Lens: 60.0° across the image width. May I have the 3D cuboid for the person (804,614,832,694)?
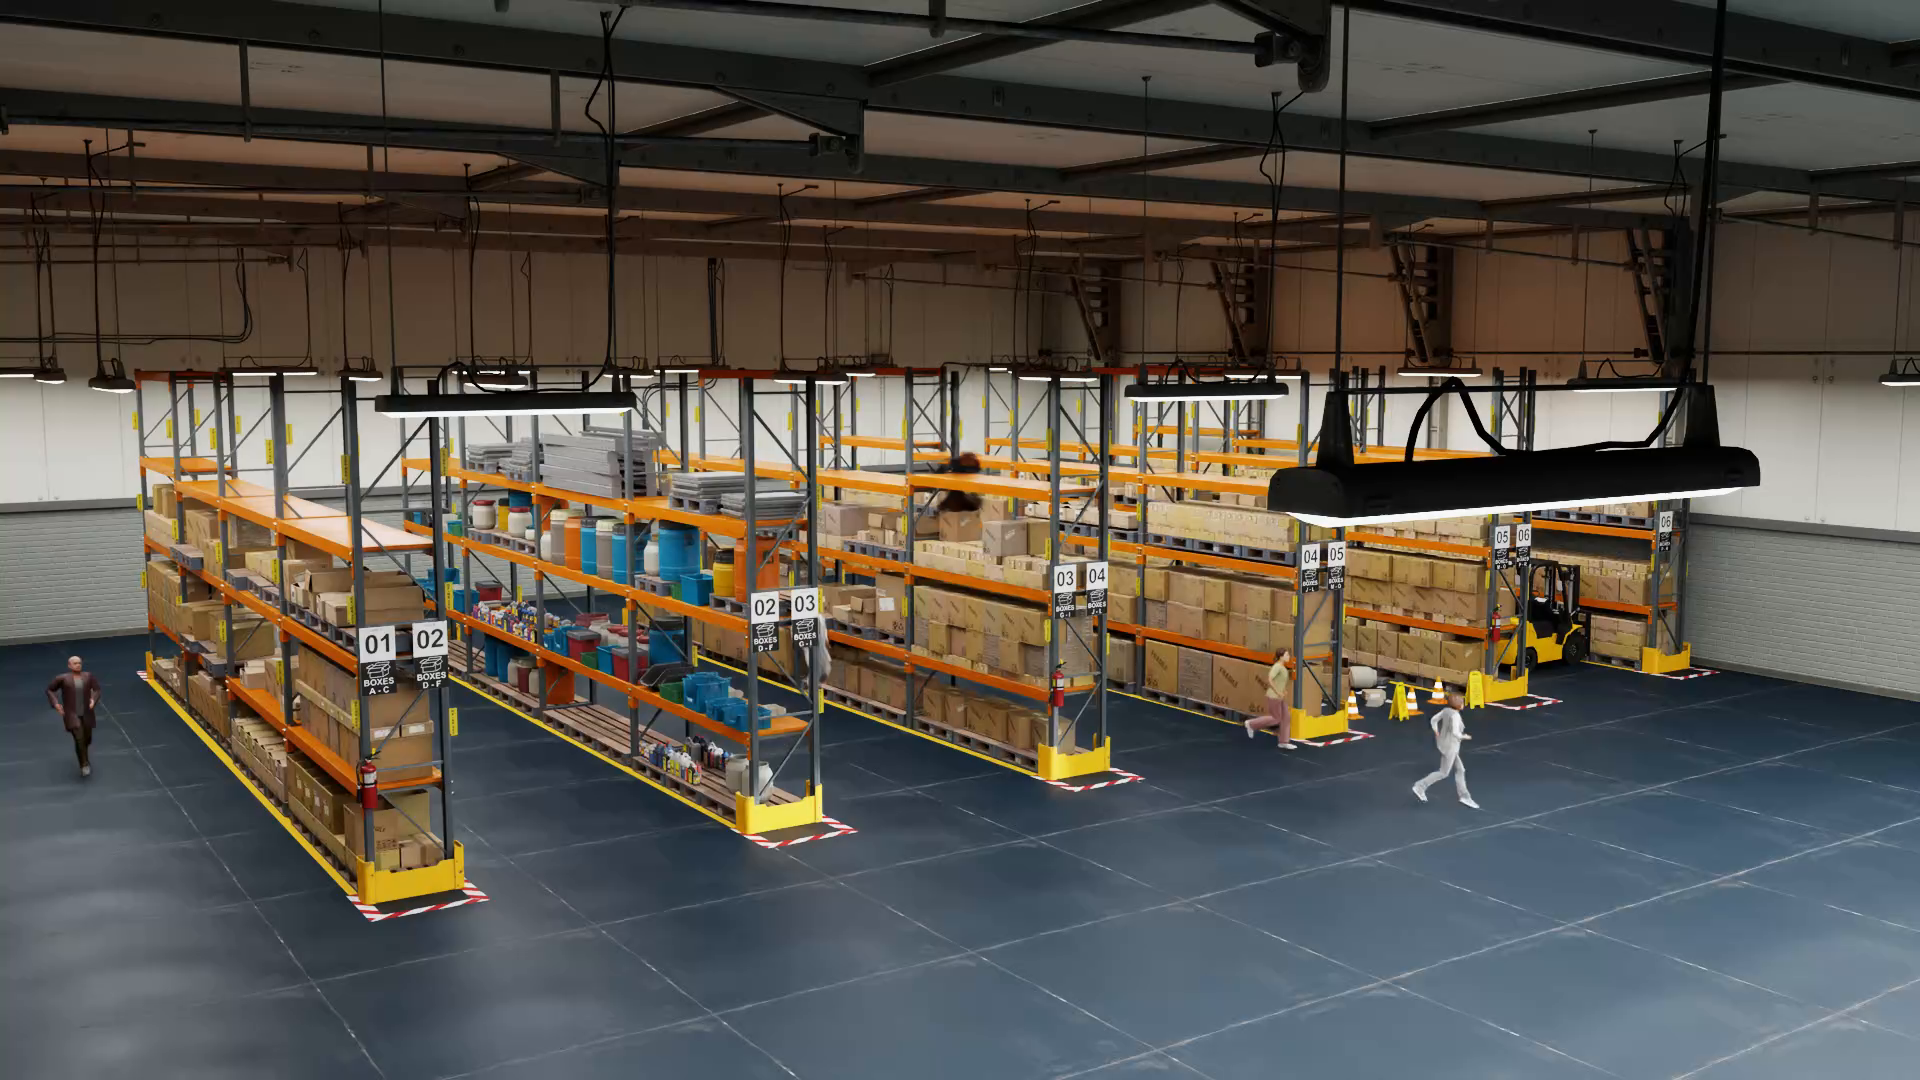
[{"bbox_3d":[-2.502,1.934,28.893,0.705,1.755,0.618,-6,9,-41],"label":"person"}]

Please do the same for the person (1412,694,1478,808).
[{"bbox_3d":[6.763,2.937,23.115,0.931,1.597,0.553,0,6,-2],"label":"person"}]

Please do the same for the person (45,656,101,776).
[{"bbox_3d":[-13.344,2.627,25.121,0.735,1.758,0.922,-6,9,-44],"label":"person"}]

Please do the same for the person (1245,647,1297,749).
[{"bbox_3d":[5.011,2.523,26.701,0.831,1.630,0.591,2,7,14],"label":"person"}]

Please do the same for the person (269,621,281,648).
[{"bbox_3d":[-13.607,1.797,33.180,0.587,1.609,0.625,6,9,42],"label":"person"}]
